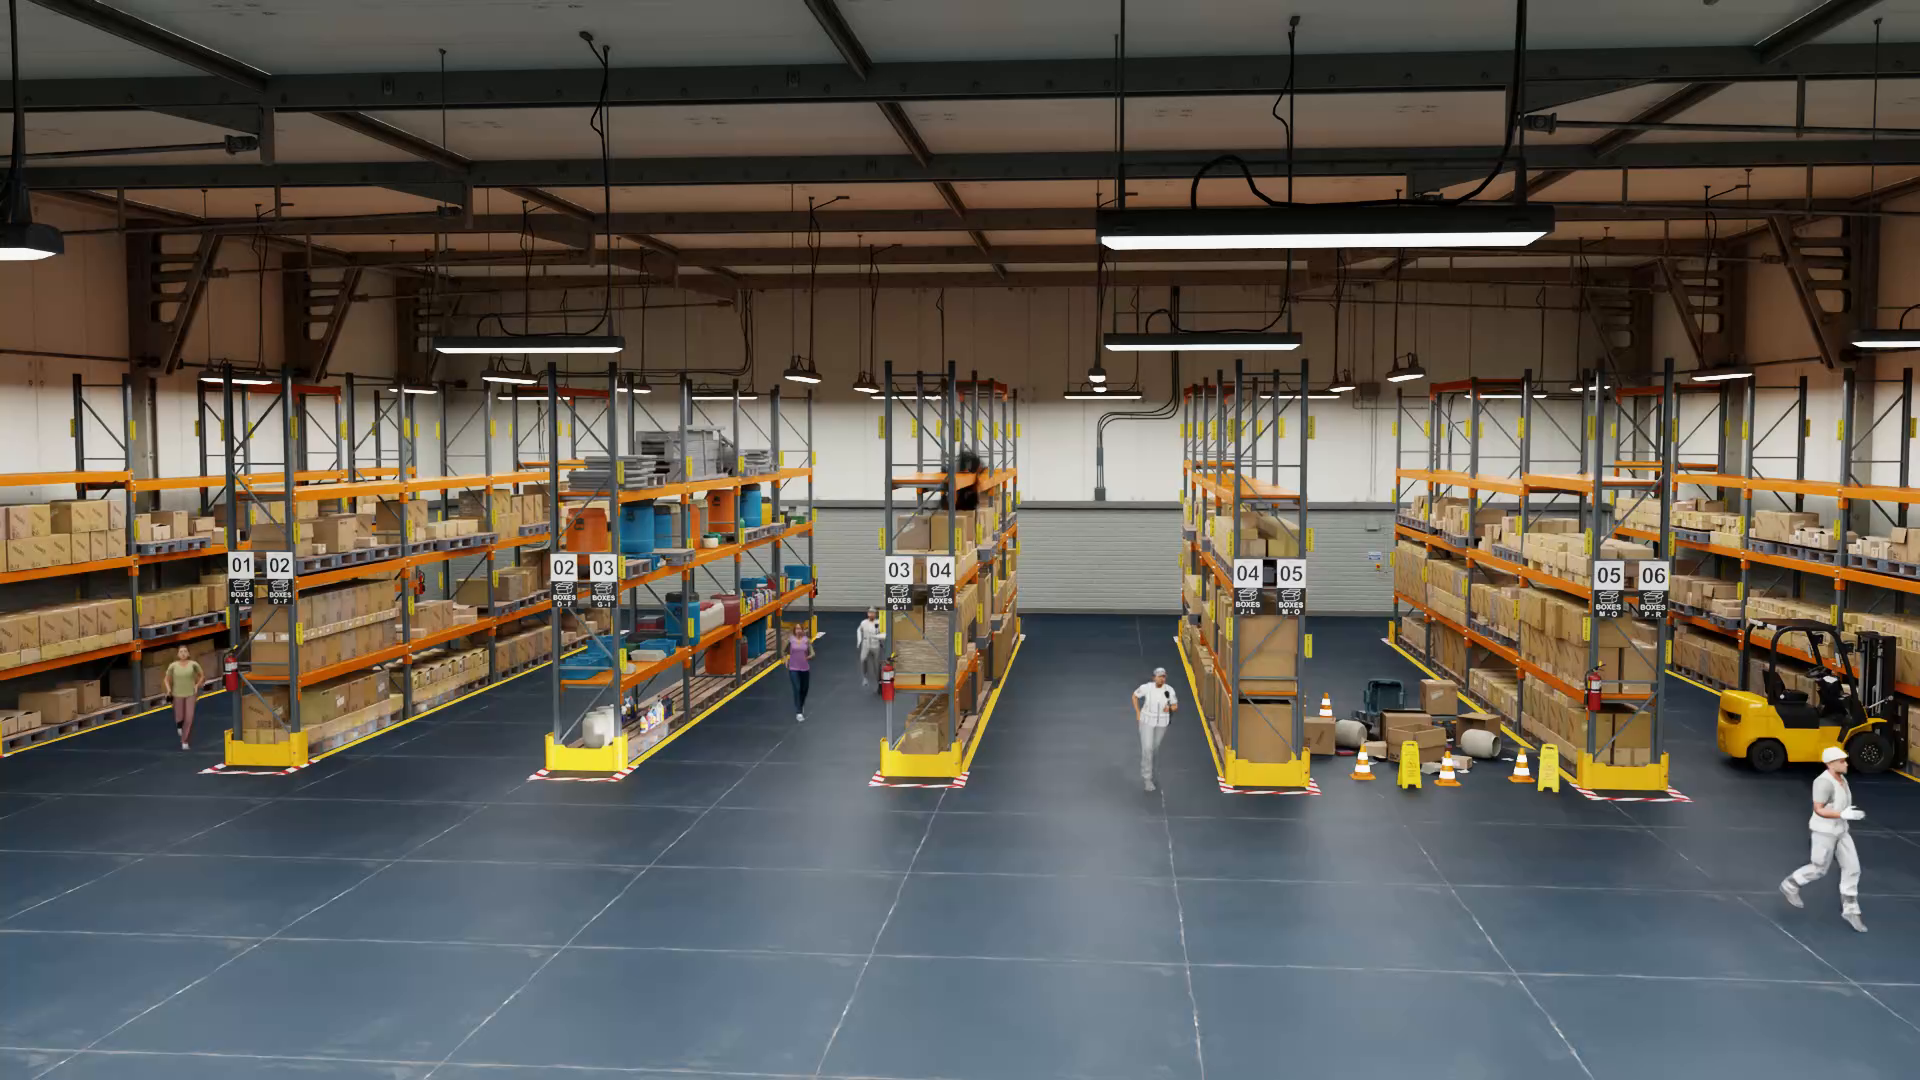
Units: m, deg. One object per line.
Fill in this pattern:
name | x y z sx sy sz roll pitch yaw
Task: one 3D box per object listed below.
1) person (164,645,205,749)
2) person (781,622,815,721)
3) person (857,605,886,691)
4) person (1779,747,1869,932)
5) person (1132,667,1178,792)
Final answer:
person | -12.267 2.466 26.317 0.585 1.629 0.624 -2 4 -25
person | -2.642 2.134 27.220 0.547 1.573 0.751 -1 4 -14
person | -1.674 2.051 31.355 0.569 1.670 0.881 0 4 4
person | 8.813 3.010 16.933 0.689 1.849 0.912 -3 5 -37
person | 2.773 2.626 23.506 0.614 1.677 0.928 -1 4 -9
